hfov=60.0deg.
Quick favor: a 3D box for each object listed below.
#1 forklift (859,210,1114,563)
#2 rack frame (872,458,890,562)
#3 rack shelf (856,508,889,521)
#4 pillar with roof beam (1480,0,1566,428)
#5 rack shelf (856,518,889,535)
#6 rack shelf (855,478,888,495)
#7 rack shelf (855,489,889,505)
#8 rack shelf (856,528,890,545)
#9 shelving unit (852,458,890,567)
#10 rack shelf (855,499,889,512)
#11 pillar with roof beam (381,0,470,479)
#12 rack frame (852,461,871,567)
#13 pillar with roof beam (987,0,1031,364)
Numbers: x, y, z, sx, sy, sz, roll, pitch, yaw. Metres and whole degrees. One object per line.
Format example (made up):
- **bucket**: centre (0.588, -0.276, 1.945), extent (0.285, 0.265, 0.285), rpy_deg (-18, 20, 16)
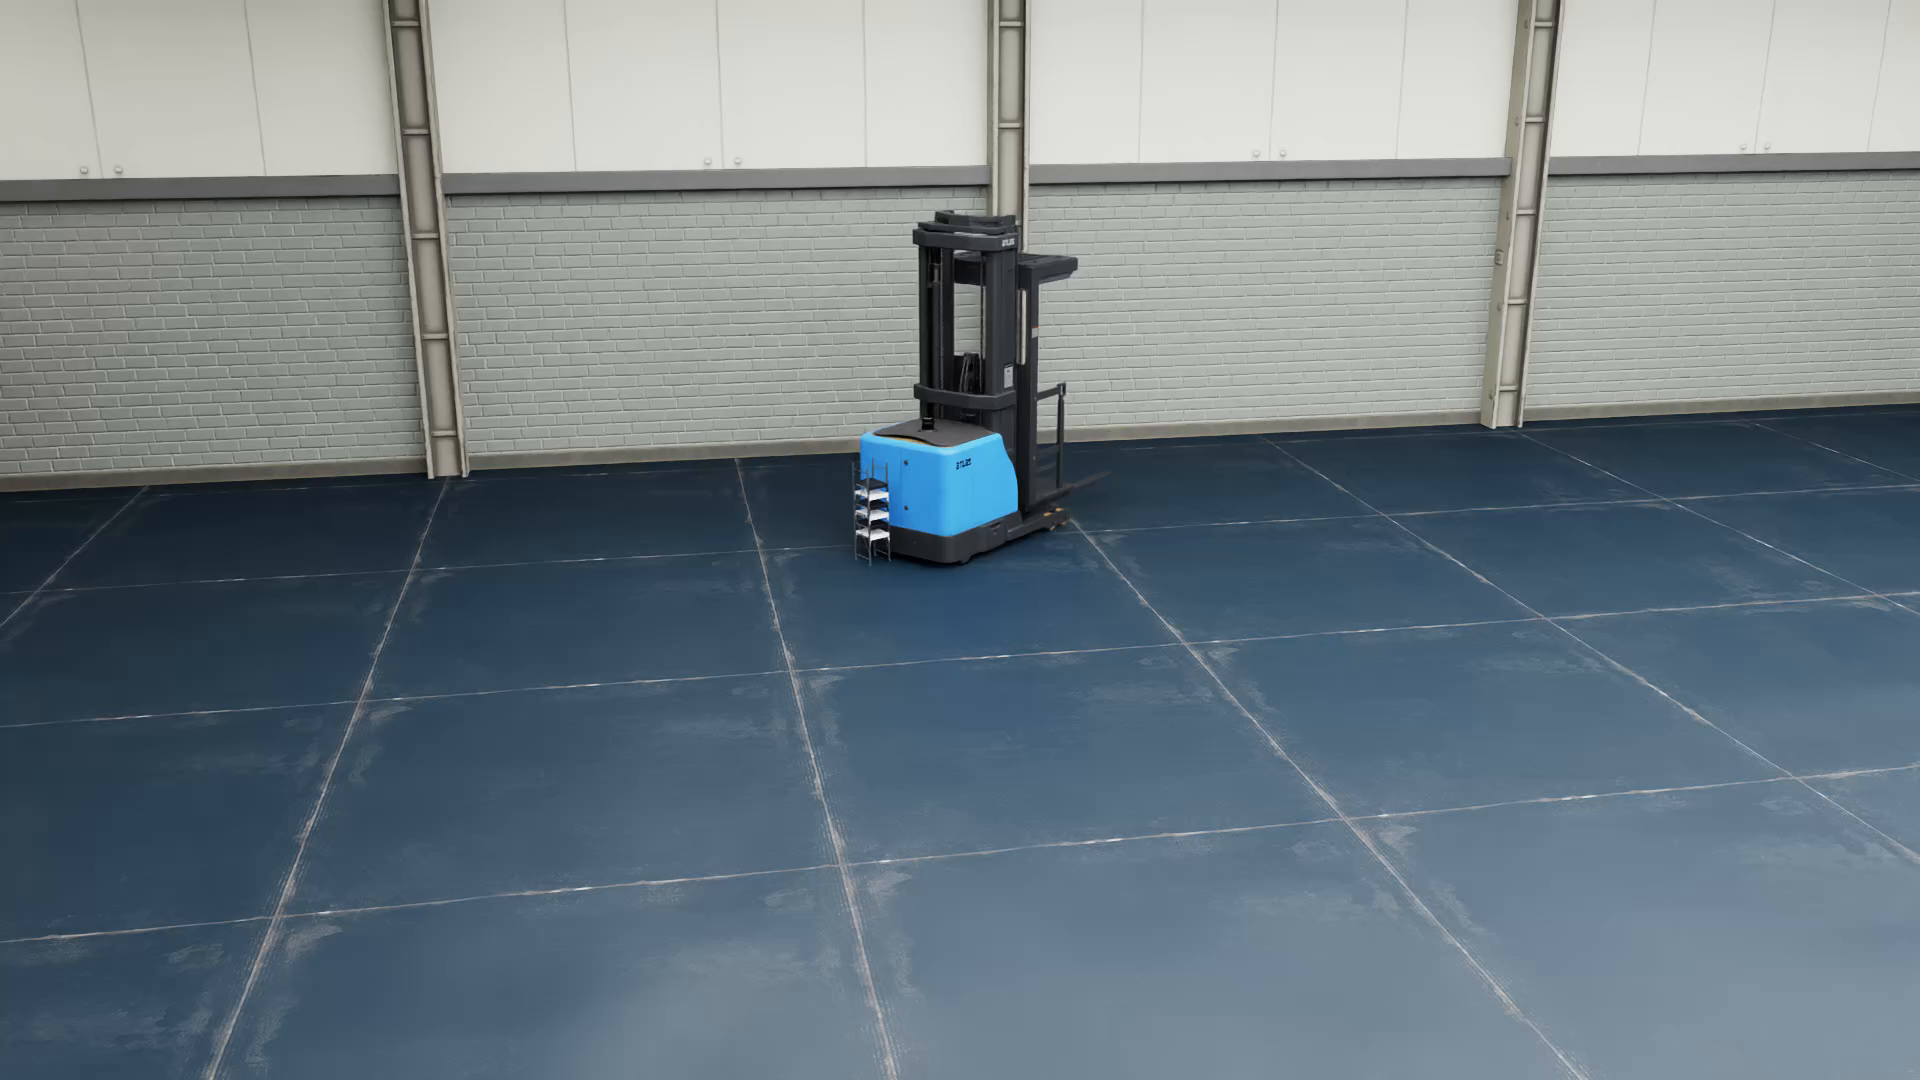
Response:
- **forklift**: centre (0.379, -1.569, 15.367), extent (1.130, 2.935, 3.031), rpy_deg (12, 21, 34)
- **rack frame**: centre (-0.693, -0.263, 14.565), extent (0.006, 0.900, 0.240), rpy_deg (-13, 22, -35)
- **rack shelf**: centre (-0.774, -0.212, 14.516), extent (0.200, 0.077, 0.258), rpy_deg (-13, 22, -35)
- **pillar with roof beam**: centre (7.218, -4.425, 14.329), extent (0.400, 9.000, 9.100), rpy_deg (-3, 17, -10)
- **rack shelf**: centre (-0.773, -0.126, 14.543), extent (0.200, 0.077, 0.258), rpy_deg (-13, 22, -35)
- **rack shelf**: centre (-0.776, -0.469, 14.435), extent (0.200, 0.077, 0.258), rpy_deg (-13, 22, -35)
- **rack shelf**: centre (-0.775, -0.383, 14.462), extent (0.200, 0.077, 0.258), rpy_deg (-13, 22, -35)
- **rack shelf**: centre (-0.772, -0.040, 14.570), extent (0.200, 0.077, 0.258), rpy_deg (-13, 22, -35)
- **shelving unit**: centre (-0.774, -0.244, 14.506), extent (0.210, 0.900, 0.258), rpy_deg (-13, 22, -35)
- **rack shelf**: centre (-0.774, -0.298, 14.489), extent (0.200, 0.077, 0.258), rpy_deg (-13, 22, -35)
- **pillar with roof beam**: centre (-4.564, -3.756, 12.153), extent (0.400, 9.000, 9.100), rpy_deg (-3, 17, -10)
- **rack frame**: centre (-0.855, -0.224, 14.447), extent (0.006, 0.900, 0.240), rpy_deg (-13, 22, -35)
- **pillar with roof beam**: centre (1.327, -4.090, 13.241), extent (0.400, 9.000, 9.100), rpy_deg (-3, 17, -10)
